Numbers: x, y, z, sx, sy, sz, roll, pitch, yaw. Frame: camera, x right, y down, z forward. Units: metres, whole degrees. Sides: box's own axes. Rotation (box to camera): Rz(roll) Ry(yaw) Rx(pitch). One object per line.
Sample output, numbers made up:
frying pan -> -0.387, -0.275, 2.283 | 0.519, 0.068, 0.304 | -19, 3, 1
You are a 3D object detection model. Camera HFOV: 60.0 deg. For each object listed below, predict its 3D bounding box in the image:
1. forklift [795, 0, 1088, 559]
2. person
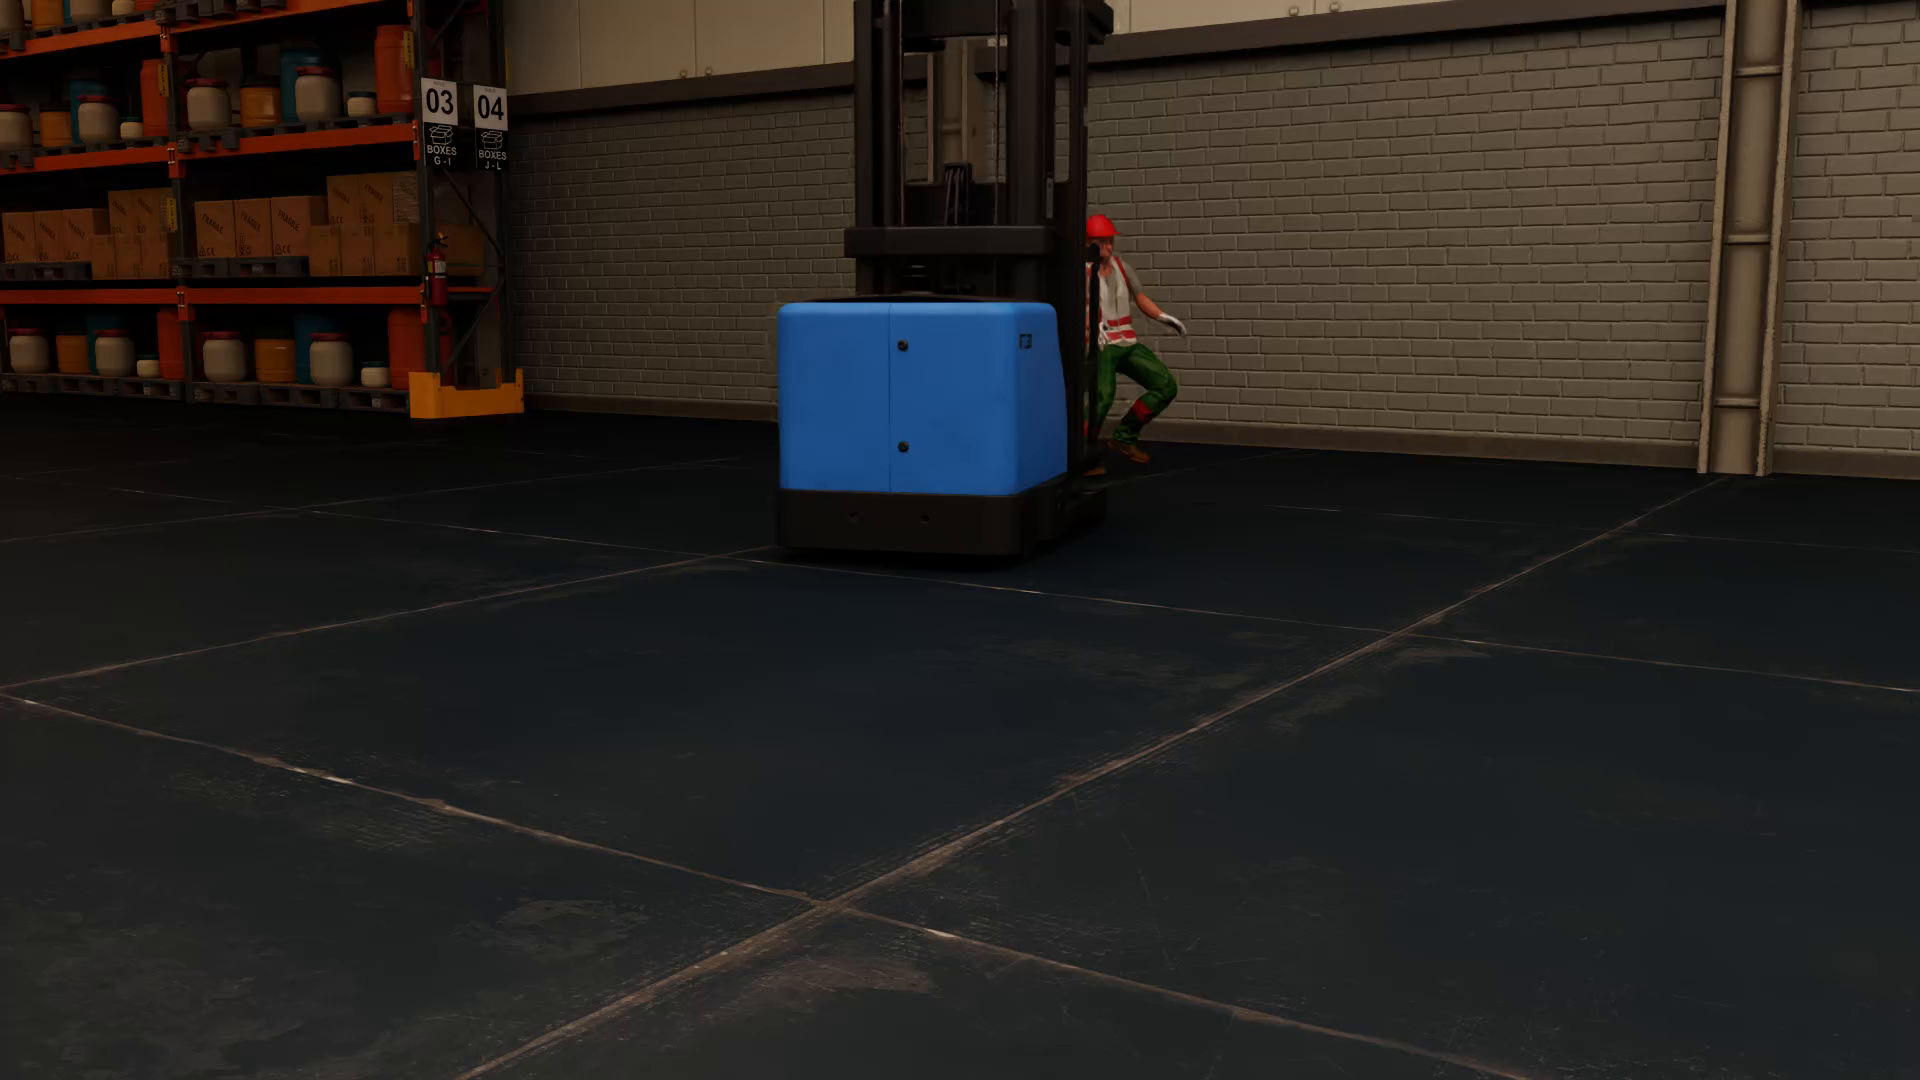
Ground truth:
forklift -> 0.035, -1.541, 8.026 | 1.130, 2.935, 3.031 | 1, 8, 8
person -> 1.128, -1.198, 10.499 | 1.007, 1.564, 0.774 | -4, 9, -27
